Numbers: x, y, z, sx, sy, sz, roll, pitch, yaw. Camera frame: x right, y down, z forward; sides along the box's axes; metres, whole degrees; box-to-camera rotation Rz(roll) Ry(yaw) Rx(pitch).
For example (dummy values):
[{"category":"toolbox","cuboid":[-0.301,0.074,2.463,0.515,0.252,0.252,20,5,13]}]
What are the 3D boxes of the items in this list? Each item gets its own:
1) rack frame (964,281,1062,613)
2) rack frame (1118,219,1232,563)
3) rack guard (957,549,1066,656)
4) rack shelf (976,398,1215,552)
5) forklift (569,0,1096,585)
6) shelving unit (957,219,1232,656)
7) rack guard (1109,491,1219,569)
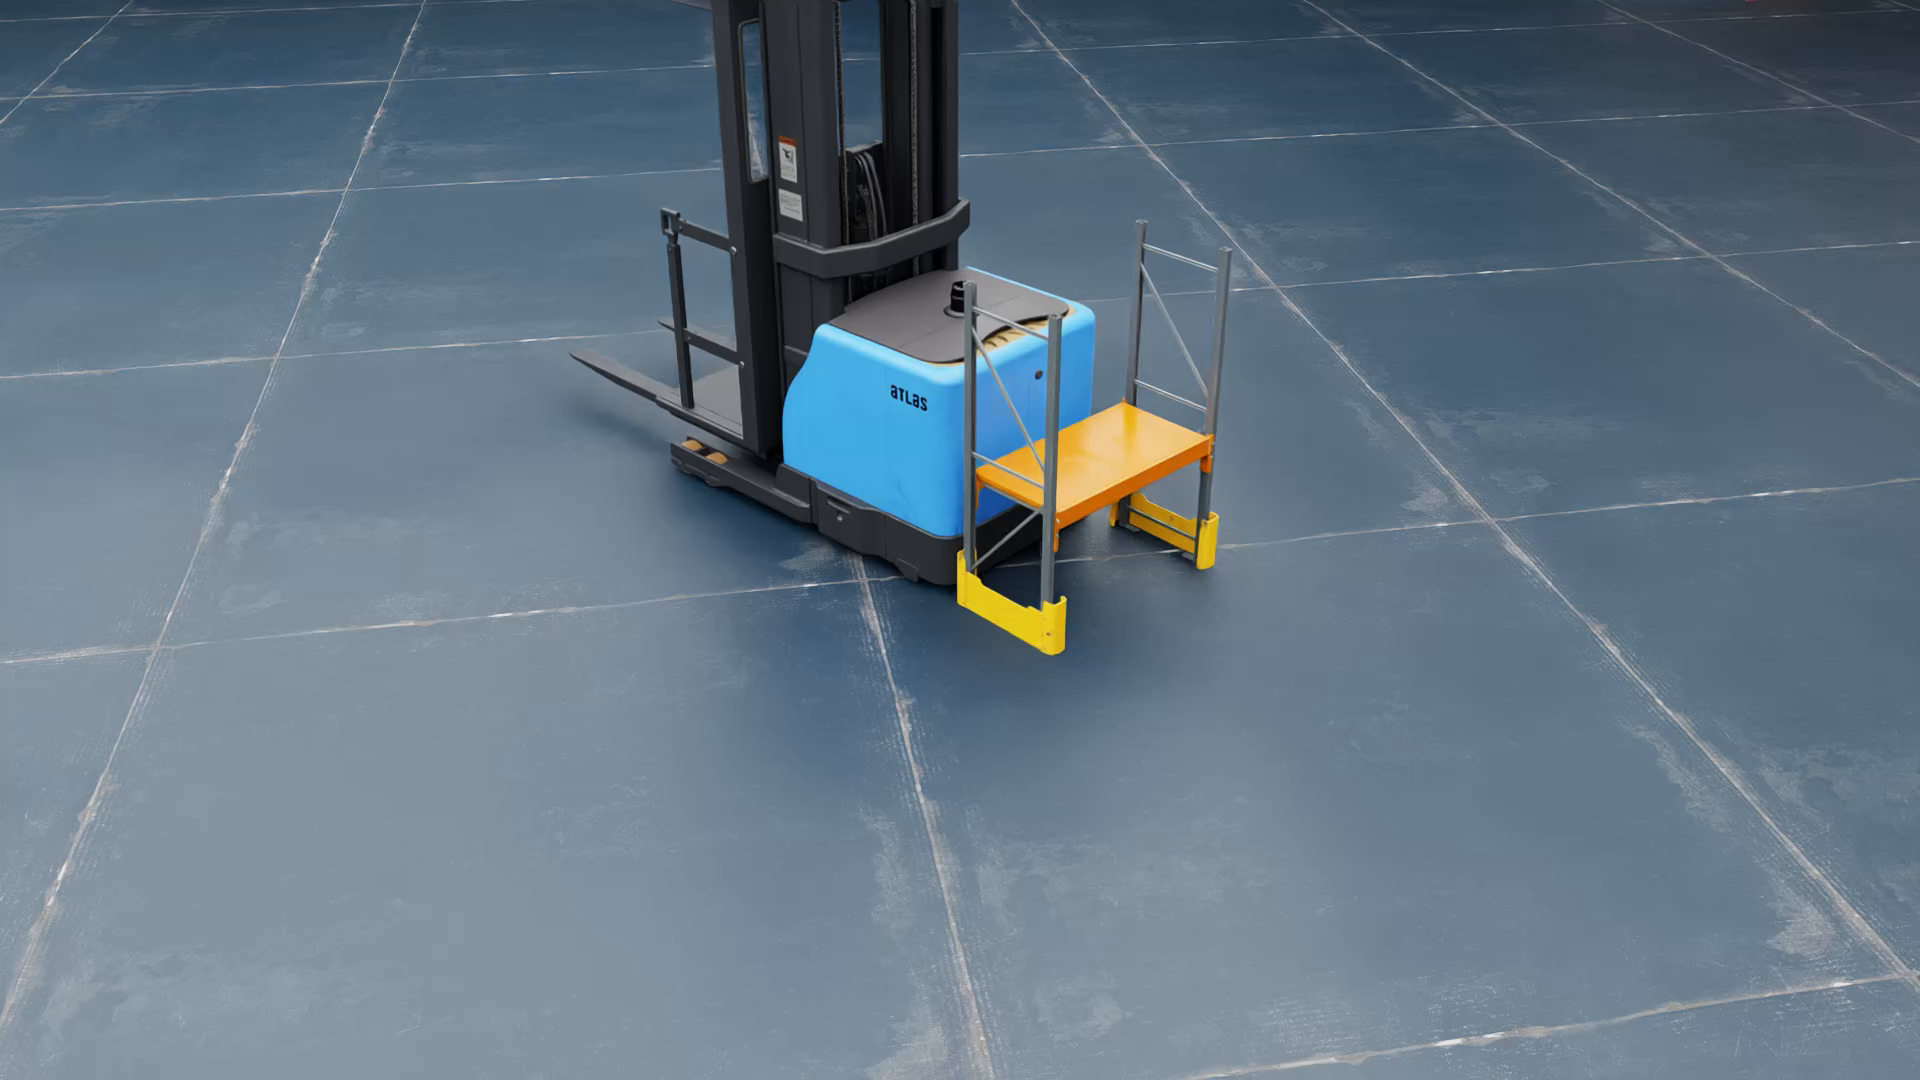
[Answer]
[{"category":"rack frame","cuboid":[0.199,-0.274,6.737,0.032,1.500,0.500,-26,39,-37]},{"category":"rack frame","cuboid":[0.933,-0.631,7.344,0.032,1.500,0.500,-26,39,-37]},{"category":"rack guard","cuboid":[0.213,0.257,7.065,0.087,0.250,0.587,-26,39,-37]},{"category":"rack shelf","cuboid":[0.566,-0.298,7.132,1.000,0.185,0.538,-26,39,-37]},{"category":"forklift","cuboid":[-0.801,-1.698,7.747,3.031,2.935,1.130,25,39,36]},{"category":"shelving unit","cuboid":[0.573,-0.456,7.046,1.083,1.500,0.587,-26,39,-37]},{"category":"rack guard","cuboid":[0.932,-0.092,7.660,0.087,0.250,0.587,-26,39,-37]}]
